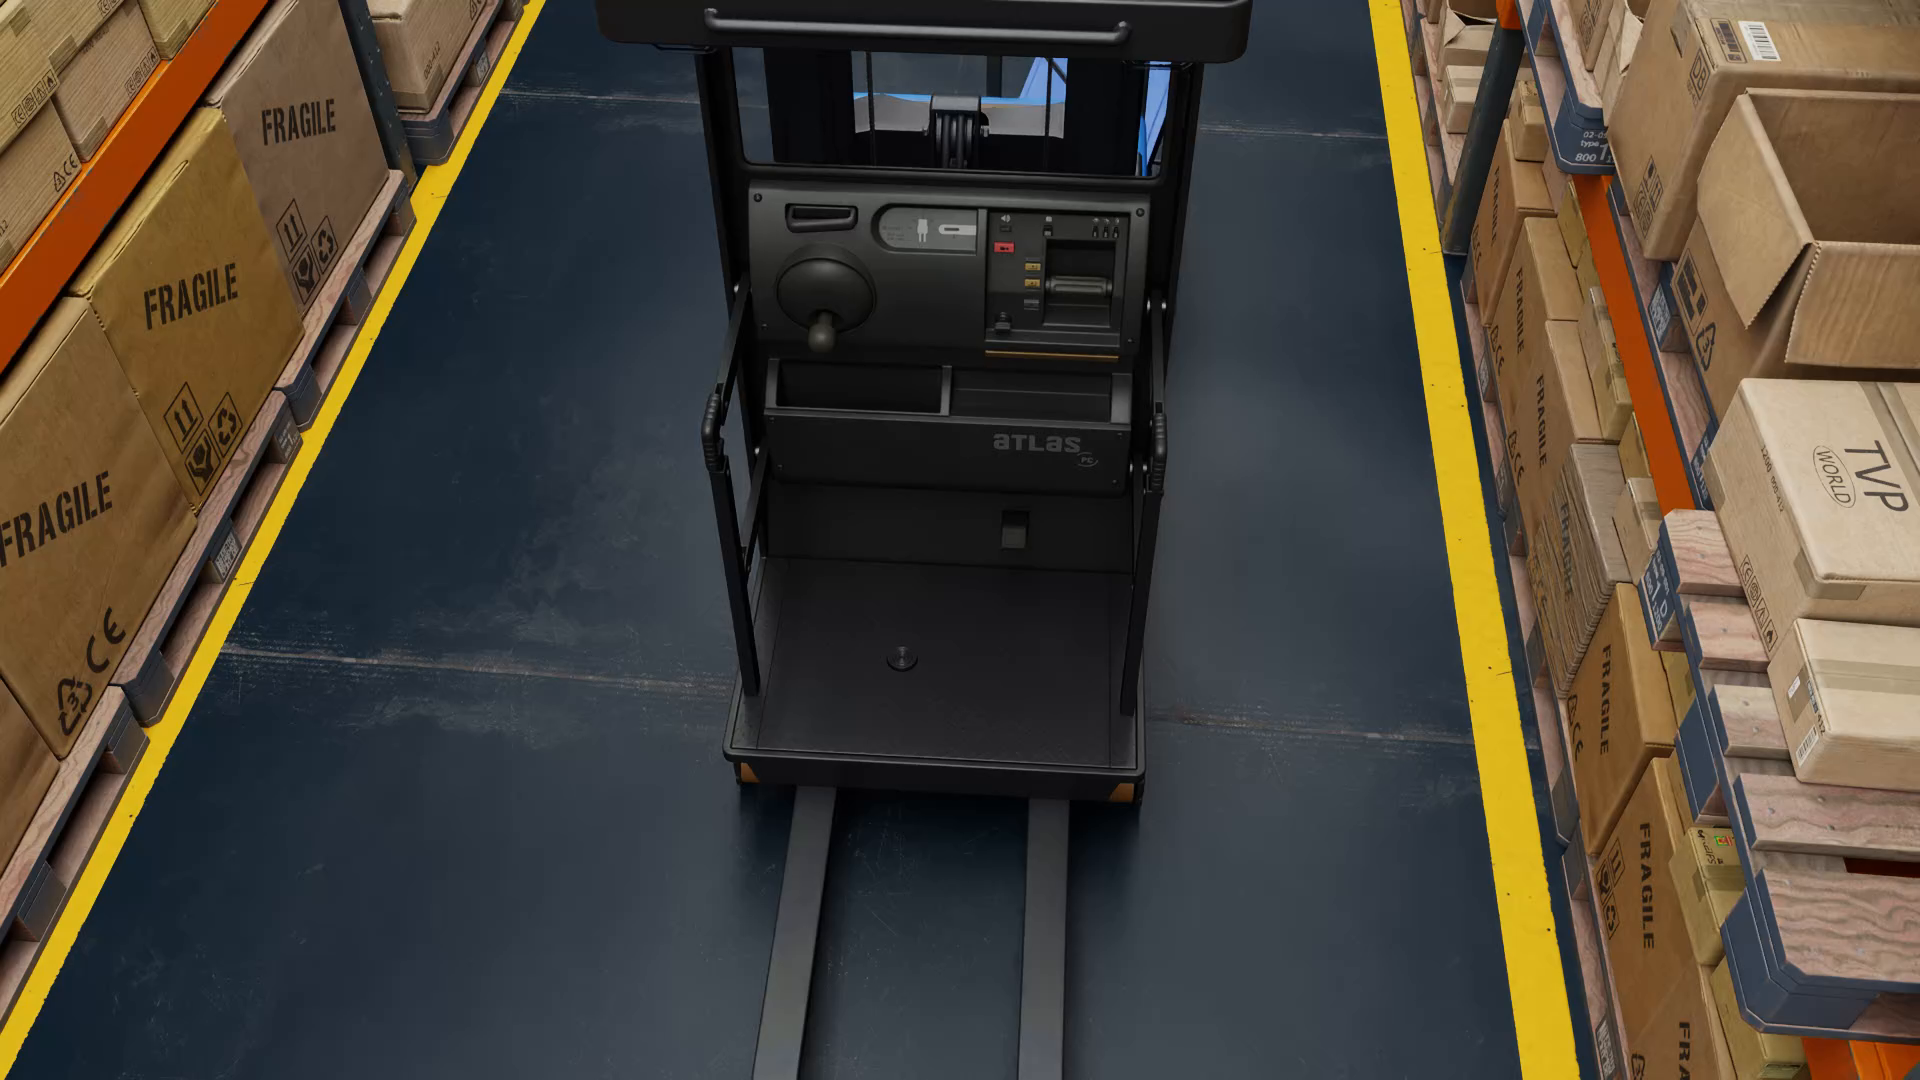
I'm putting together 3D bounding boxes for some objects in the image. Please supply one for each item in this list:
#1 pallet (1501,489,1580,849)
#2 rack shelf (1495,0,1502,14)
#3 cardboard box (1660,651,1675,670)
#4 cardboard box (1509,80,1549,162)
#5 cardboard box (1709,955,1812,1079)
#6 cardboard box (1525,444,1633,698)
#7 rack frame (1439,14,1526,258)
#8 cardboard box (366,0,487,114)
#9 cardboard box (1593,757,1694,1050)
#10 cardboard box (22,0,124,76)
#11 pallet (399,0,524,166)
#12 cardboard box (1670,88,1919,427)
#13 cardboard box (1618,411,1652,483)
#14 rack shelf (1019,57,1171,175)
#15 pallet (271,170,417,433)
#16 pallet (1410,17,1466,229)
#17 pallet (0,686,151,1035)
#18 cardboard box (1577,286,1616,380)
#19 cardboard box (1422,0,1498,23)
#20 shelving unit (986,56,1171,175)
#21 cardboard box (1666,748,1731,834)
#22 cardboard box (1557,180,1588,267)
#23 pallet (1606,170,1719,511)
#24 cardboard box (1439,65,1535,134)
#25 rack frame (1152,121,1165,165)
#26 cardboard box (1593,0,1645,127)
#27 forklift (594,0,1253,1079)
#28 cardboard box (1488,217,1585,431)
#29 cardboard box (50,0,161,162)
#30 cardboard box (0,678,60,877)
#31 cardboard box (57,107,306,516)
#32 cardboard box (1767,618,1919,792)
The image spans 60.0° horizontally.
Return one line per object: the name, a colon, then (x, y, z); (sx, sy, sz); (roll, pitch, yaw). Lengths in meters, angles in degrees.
pallet: (2.164, 0.354, 4.783); (1.003, 0.211, 1.213); (4, 48, 4)
rack shelf: (2.492, -3.313, 6.735); (1.077, 0.370, 4.000); (4, 48, 4)
cardboard box: (1.891, 0.189, 4.014); (0.380, 0.149, 0.250); (3, 48, 3)
cardboard box: (2.012, -1.357, 5.428); (0.380, 0.149, 0.250); (6, 48, 5)
cardboard box: (1.738, 0.956, 3.312); (0.380, 0.149, 0.250); (2, 48, 2)
cardboard box: (1.899, 0.095, 4.539); (0.500, 0.500, 0.500); (2, 48, 2)
rack frame: (2.310, -2.086, 5.125); (1.000, 3.000, 0.127); (4, 48, 4)
cardboard box: (-2.470, -2.148, 6.634); (0.875, 0.438, 0.875); (3, 48, 3)
cardboard box: (1.825, 0.863, 3.837); (0.500, 0.500, 0.500); (3, 48, 3)
cardboard box: (-2.511, -1.446, 4.303); (0.500, 0.250, 0.500); (5, 48, 4)
pallet: (-2.487, -2.029, 6.963); (1.003, 0.211, 1.213); (4, 48, 4)
cardboard box: (1.910, -0.535, 3.352); (0.797, 0.503, 0.637); (3, 48, 3)
cardboard box: (1.960, -0.193, 4.364); (0.380, 0.149, 0.250); (4, 48, 4)
rack shelf: (0.453, -1.453, 5.807); (0.538, 0.185, 1.000); (11, 48, 9)
pallet: (-2.629, -0.904, 5.934); (1.003, 0.211, 1.213); (4, 48, 4)
pallet: (2.373, -1.649, 6.616); (1.003, 0.211, 1.213); (4, 48, 4)
pallet: (-2.851, 0.889, 4.294); (1.003, 0.211, 1.213); (4, 48, 4)
cardboard box: (1.980, -0.576, 4.714); (0.380, 0.149, 0.250); (4, 48, 3)
cardboard box: (2.313, -2.492, 6.906); (0.700, 0.500, 0.500); (2, 48, 2)
shelving unit: (0.453, -1.575, 5.674); (0.538, 1.500, 1.048); (11, 48, 9)
cardboard box: (1.800, 0.563, 3.672); (0.380, 0.149, 0.250); (2, 48, 2)
cardboard box: (2.052, -0.959, 5.064); (0.380, 0.149, 0.250); (2, 48, 2)
pallet: (2.118, -0.511, 3.815); (1.003, 0.211, 1.213); (4, 48, 4)
cardboard box: (2.068, -1.695, 6.415); (0.380, 0.149, 0.250); (3, 48, 2)
rack frame: (0.577, -1.938, 6.007); (0.500, 1.500, 0.032); (11, 48, 9)
cardboard box: (1.801, -1.187, 4.110); (0.396, 0.266, 0.258); (6, 48, 5)
forklift: (-0.040, -0.525, 3.744); (1.130, 2.935, 3.031); (3, 48, 2)
cardboard box: (2.003, -0.652, 5.223); (0.500, 0.500, 0.500); (3, 48, 3)
cardboard box: (-2.536, -1.276, 4.486); (0.500, 0.250, 0.500); (3, 48, 2)
cardboard box: (-2.853, 0.596, 3.828); (0.875, 0.875, 0.875); (3, 48, 3)
cardboard box: (-2.685, -0.716, 5.028); (0.875, 0.875, 0.875); (5, 48, 5)
cardboard box: (1.623, 0.288, 2.839); (0.380, 0.149, 0.250); (5, 48, 4)
